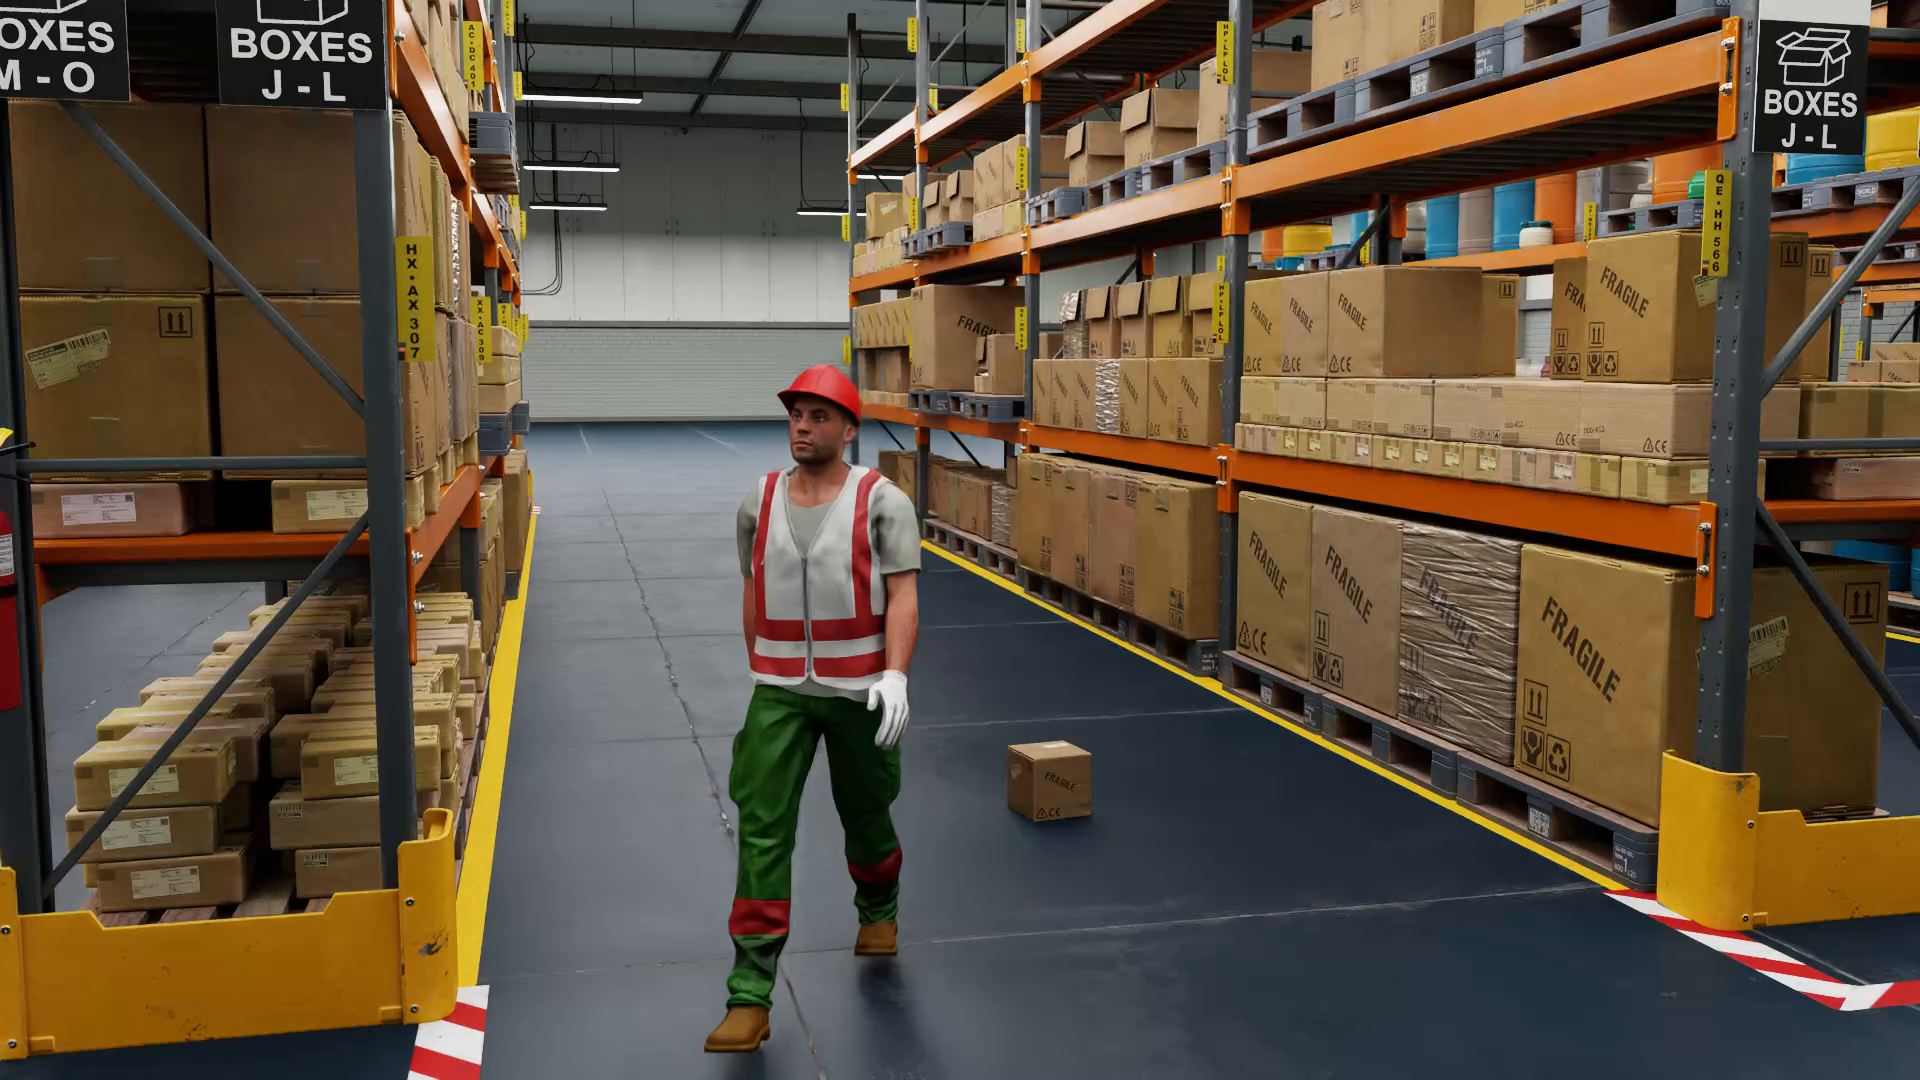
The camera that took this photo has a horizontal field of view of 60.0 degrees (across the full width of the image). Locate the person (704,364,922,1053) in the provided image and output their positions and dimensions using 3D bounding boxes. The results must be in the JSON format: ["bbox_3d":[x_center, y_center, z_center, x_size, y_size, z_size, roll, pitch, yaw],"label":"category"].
[{"bbox_3d":[-0.377,0.403,4.447,0.537,1.738,1.036,1,6,9],"label":"person"}]
